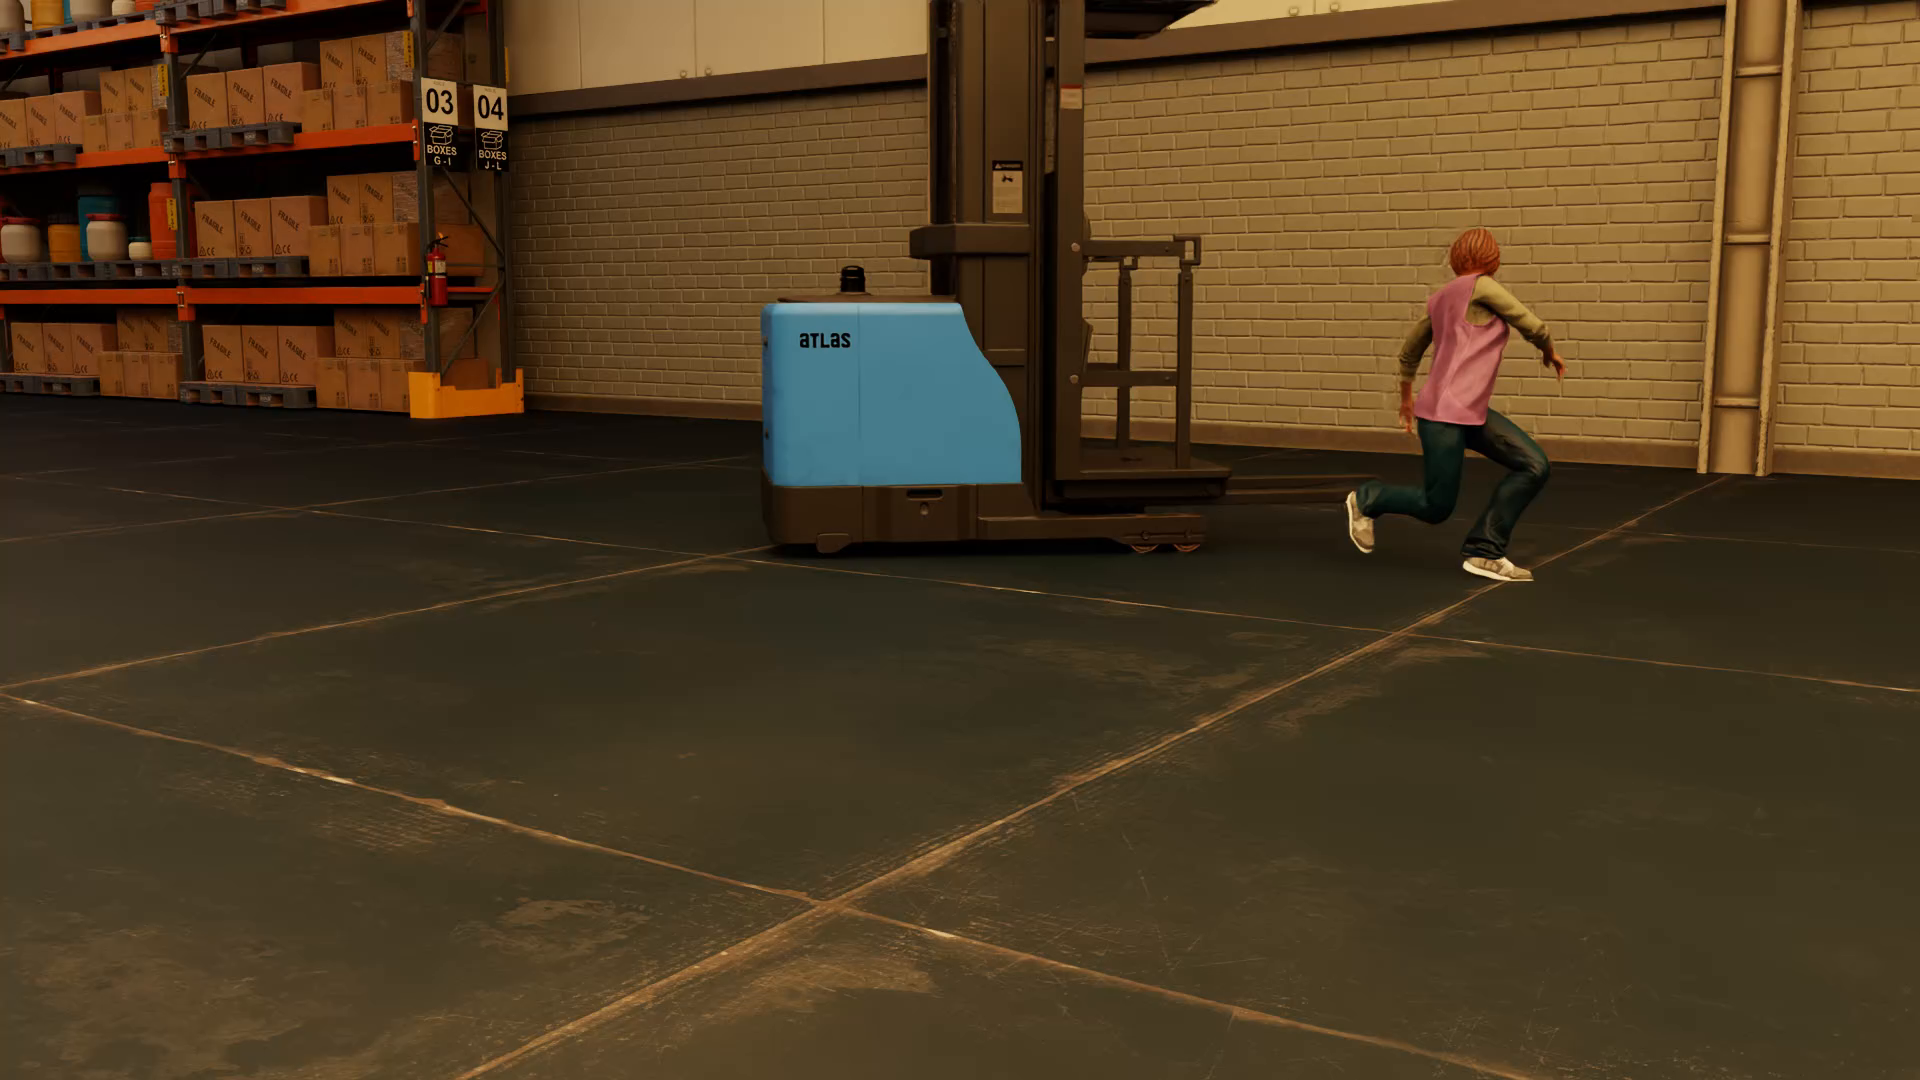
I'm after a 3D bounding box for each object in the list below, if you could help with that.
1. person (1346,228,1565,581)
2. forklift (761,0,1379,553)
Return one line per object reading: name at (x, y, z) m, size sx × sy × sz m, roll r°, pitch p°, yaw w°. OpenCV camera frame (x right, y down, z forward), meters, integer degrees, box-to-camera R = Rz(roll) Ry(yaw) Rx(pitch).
person at (1.957, -0.545, 6.651) m, size 0.822 × 1.387 × 0.558 m, roll 4°, pitch 9°, yaw 28°
forklift at (0.624, -1.469, 7.521) m, size 3.031 × 2.935 × 1.130 m, roll -1°, pitch 8°, yaw -9°
